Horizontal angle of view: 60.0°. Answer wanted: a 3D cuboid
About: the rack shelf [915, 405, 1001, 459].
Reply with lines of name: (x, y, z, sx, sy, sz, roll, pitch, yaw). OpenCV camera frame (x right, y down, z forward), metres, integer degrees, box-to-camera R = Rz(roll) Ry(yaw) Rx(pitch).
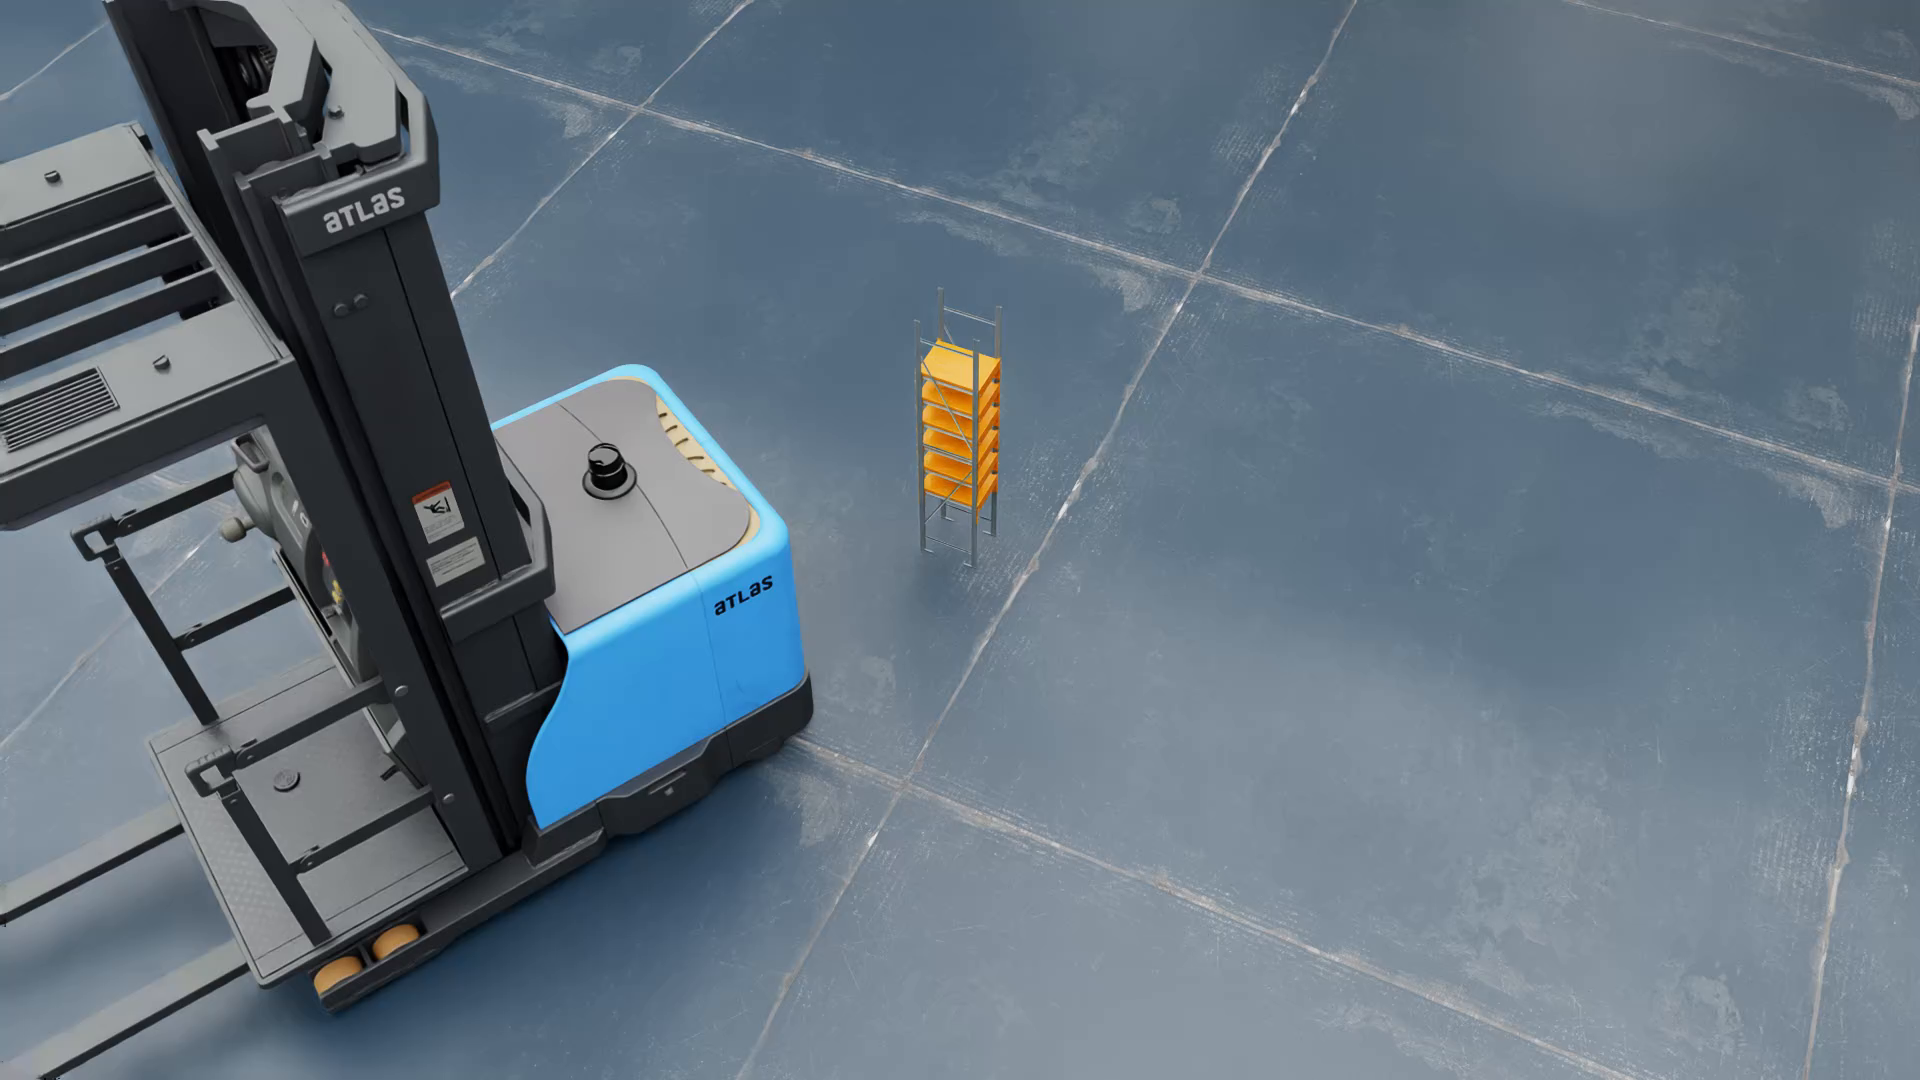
rack shelf: (-0.006, -0.428, 6.042, 0.258, 0.103, 0.180, 20, 52, 16)

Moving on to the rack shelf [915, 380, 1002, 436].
rack shelf: (-0.006, -0.506, 5.951, 0.258, 0.103, 0.180, 20, 52, 16)

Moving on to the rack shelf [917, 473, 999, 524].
rack shelf: (-0.006, -0.195, 6.316, 0.258, 0.103, 0.180, 20, 52, 16)

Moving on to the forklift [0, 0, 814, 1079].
forklift: (-2.018, 0.071, 4.581, 3.031, 2.935, 1.130, -29, 55, -22)

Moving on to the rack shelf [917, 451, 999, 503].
rack shelf: (-0.006, -0.272, 6.225, 0.258, 0.103, 0.180, 20, 52, 16)

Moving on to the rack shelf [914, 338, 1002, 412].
rack shelf: (-0.006, -0.583, 5.859, 0.258, 0.103, 0.180, 20, 52, 16)

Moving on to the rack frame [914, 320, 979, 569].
rack frame: (-0.045, -0.316, 6.046, 0.240, 1.200, 0.006, 20, 52, 16)

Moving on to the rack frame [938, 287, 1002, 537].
rack frame: (0.033, -0.442, 6.153, 0.240, 1.200, 0.006, 20, 52, 16)

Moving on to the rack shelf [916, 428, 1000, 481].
rack shelf: (-0.006, -0.350, 6.134, 0.258, 0.103, 0.180, 20, 52, 16)

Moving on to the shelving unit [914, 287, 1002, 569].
shelving unit: (-0.006, -0.379, 6.100, 0.258, 1.200, 0.189, 20, 52, 16)
